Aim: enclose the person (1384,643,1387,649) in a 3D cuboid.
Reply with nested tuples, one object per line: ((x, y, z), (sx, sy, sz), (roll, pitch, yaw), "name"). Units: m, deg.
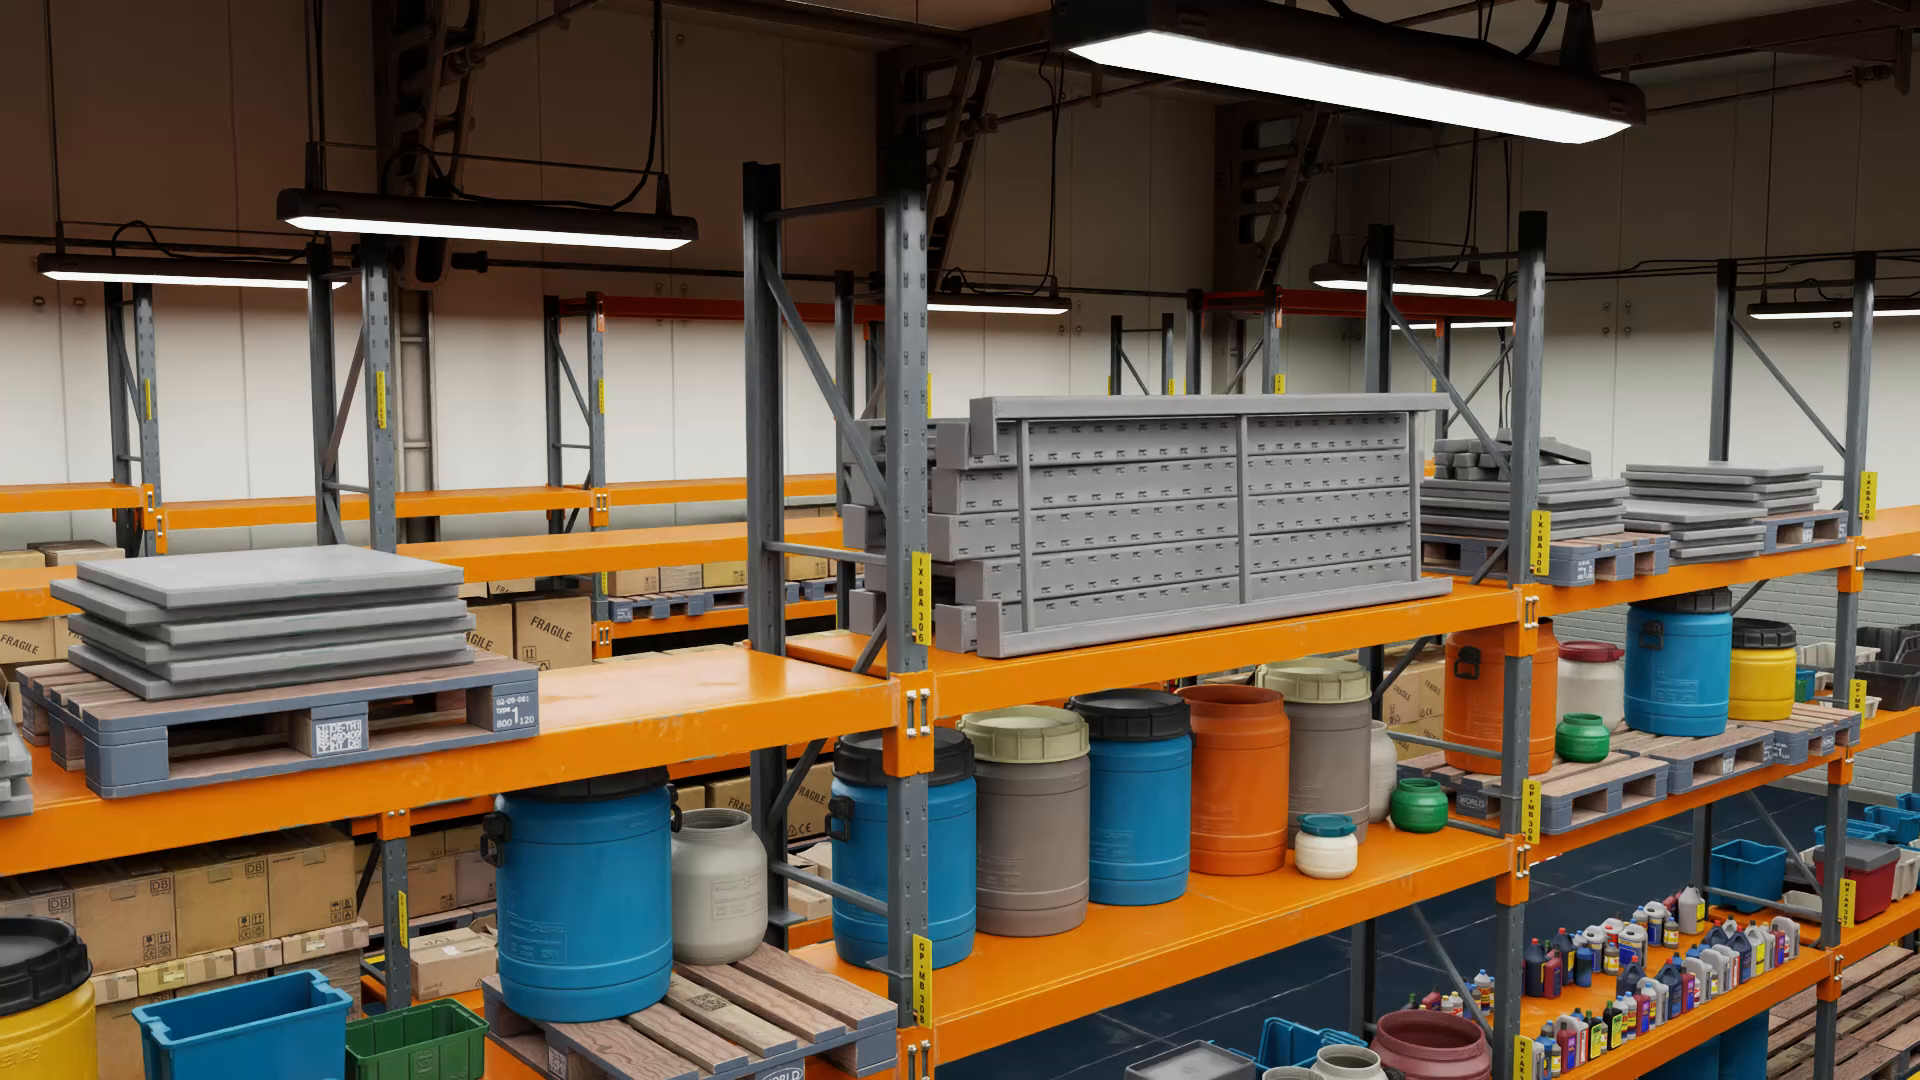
((5.809, 2.123, 23.070), (0.496, 1.626, 0.787), (0, 6, -1), "person")
